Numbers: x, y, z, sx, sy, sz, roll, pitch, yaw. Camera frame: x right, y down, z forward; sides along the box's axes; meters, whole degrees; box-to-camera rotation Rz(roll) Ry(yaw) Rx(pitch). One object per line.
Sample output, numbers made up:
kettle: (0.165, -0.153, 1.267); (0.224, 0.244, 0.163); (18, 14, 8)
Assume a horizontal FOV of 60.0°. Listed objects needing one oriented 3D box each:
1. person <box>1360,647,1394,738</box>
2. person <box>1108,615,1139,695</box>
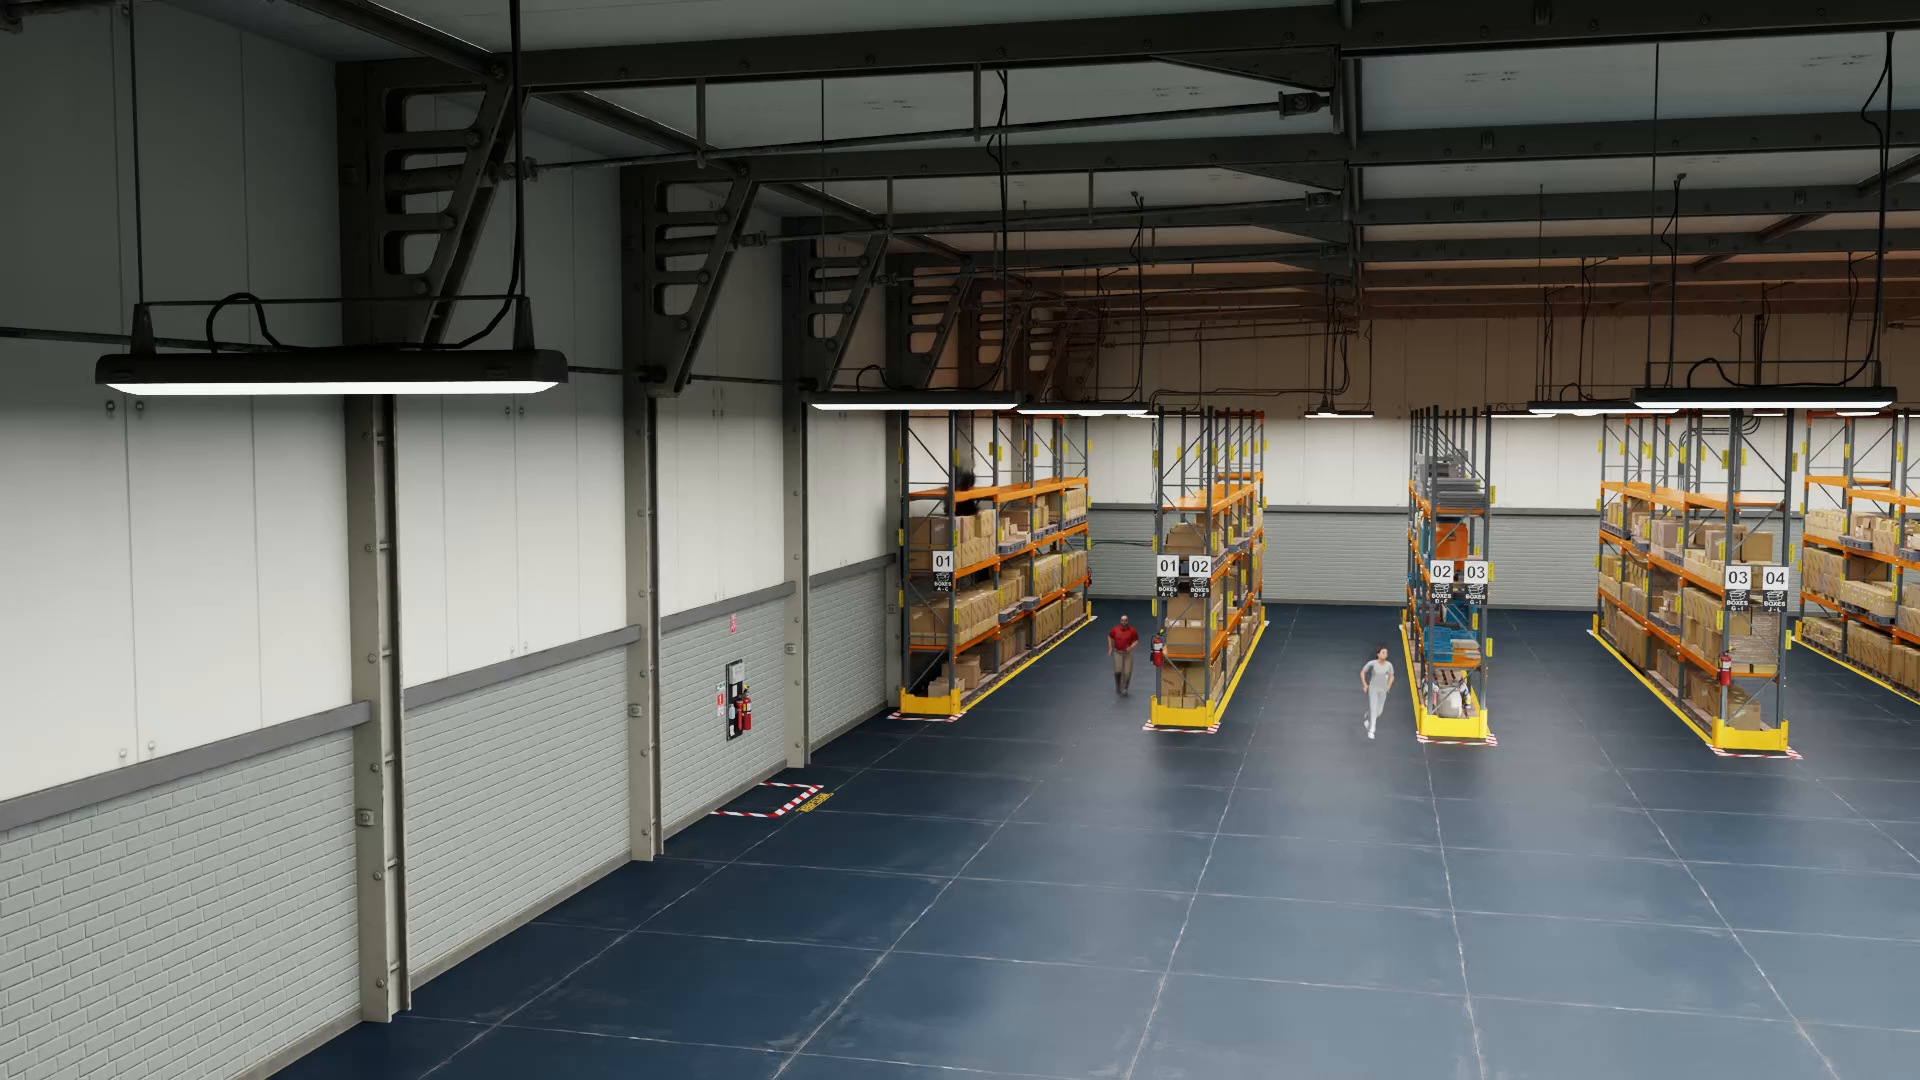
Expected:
person: (7.608, 2.751, 30.321); (0.605, 1.642, 0.736); (0, 4, -4)
person: (3.389, 2.395, 34.491); (0.638, 1.688, 0.741); (0, 4, 5)
